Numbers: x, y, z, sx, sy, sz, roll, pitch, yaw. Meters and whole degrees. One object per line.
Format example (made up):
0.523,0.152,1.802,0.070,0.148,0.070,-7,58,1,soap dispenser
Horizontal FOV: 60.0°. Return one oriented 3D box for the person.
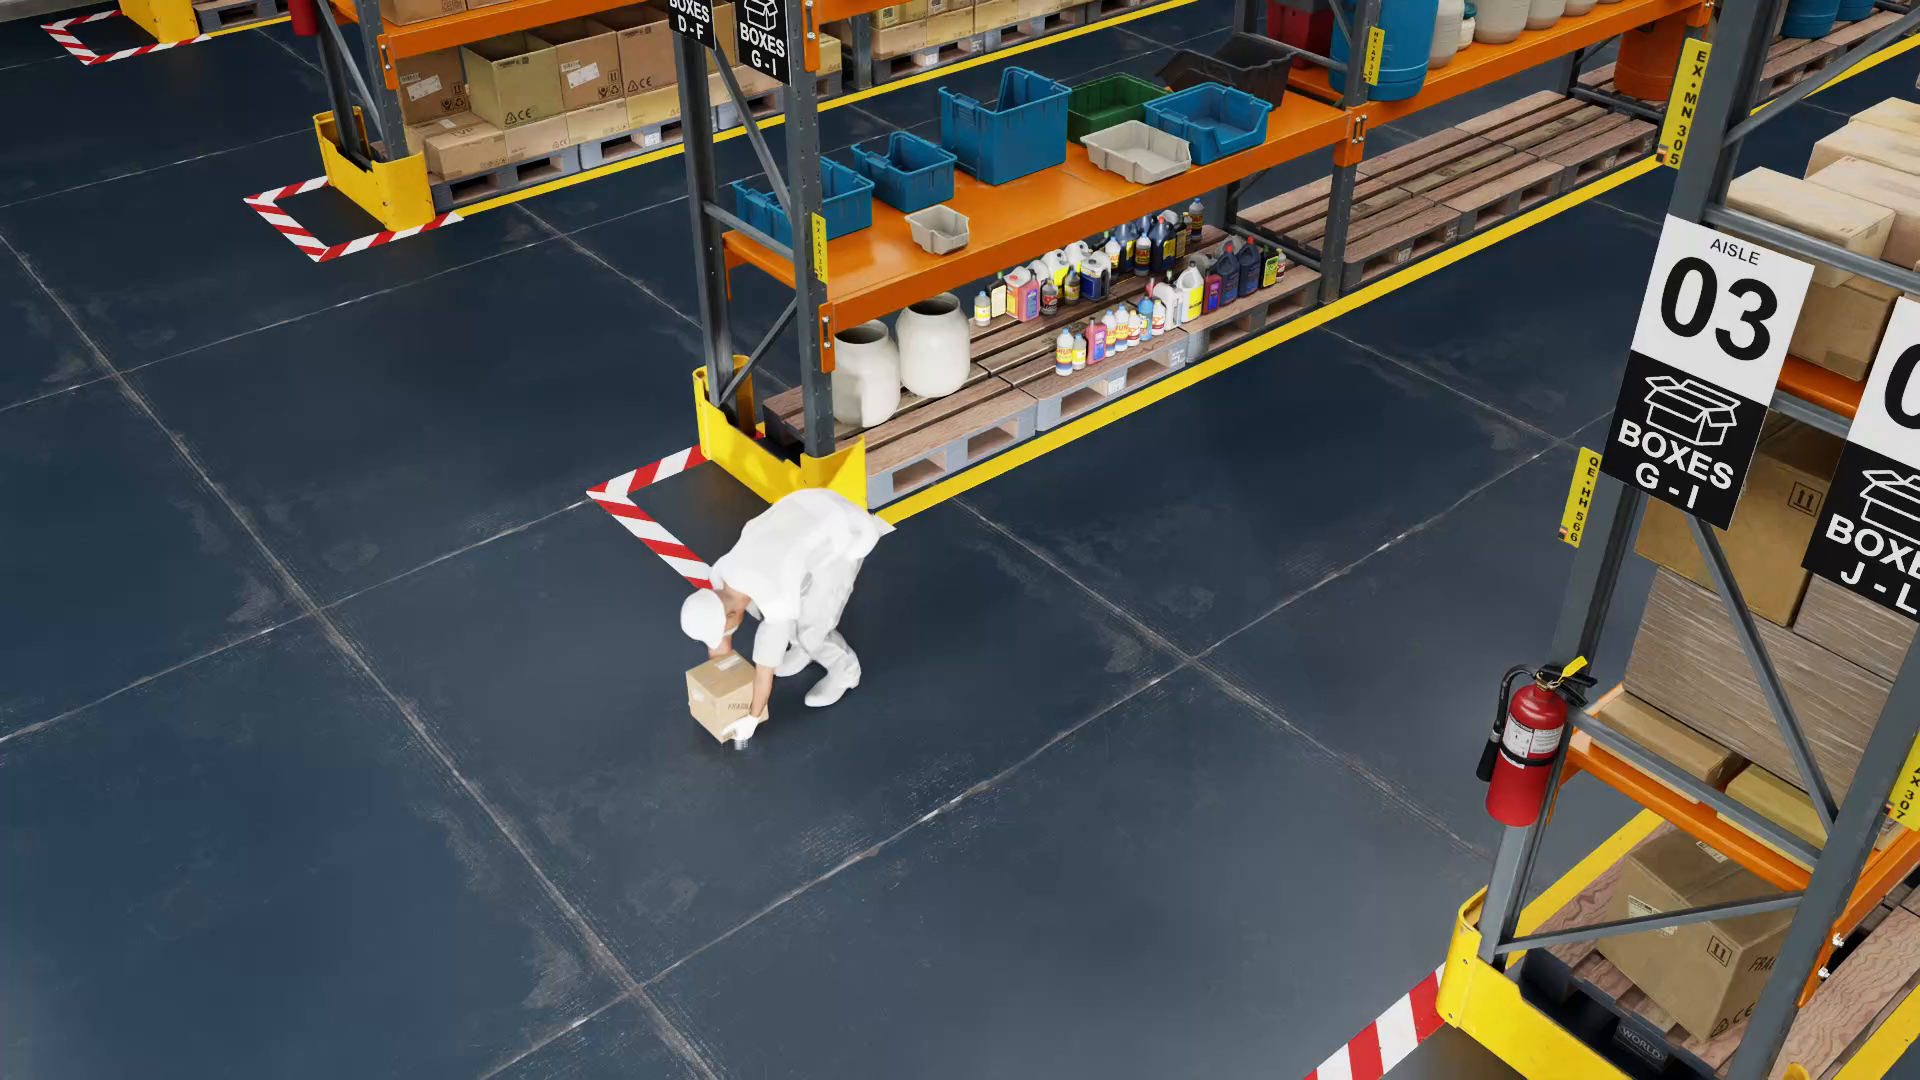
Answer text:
-0.795,0.316,7.324,0.979,0.960,0.529,-28,44,-34,person
